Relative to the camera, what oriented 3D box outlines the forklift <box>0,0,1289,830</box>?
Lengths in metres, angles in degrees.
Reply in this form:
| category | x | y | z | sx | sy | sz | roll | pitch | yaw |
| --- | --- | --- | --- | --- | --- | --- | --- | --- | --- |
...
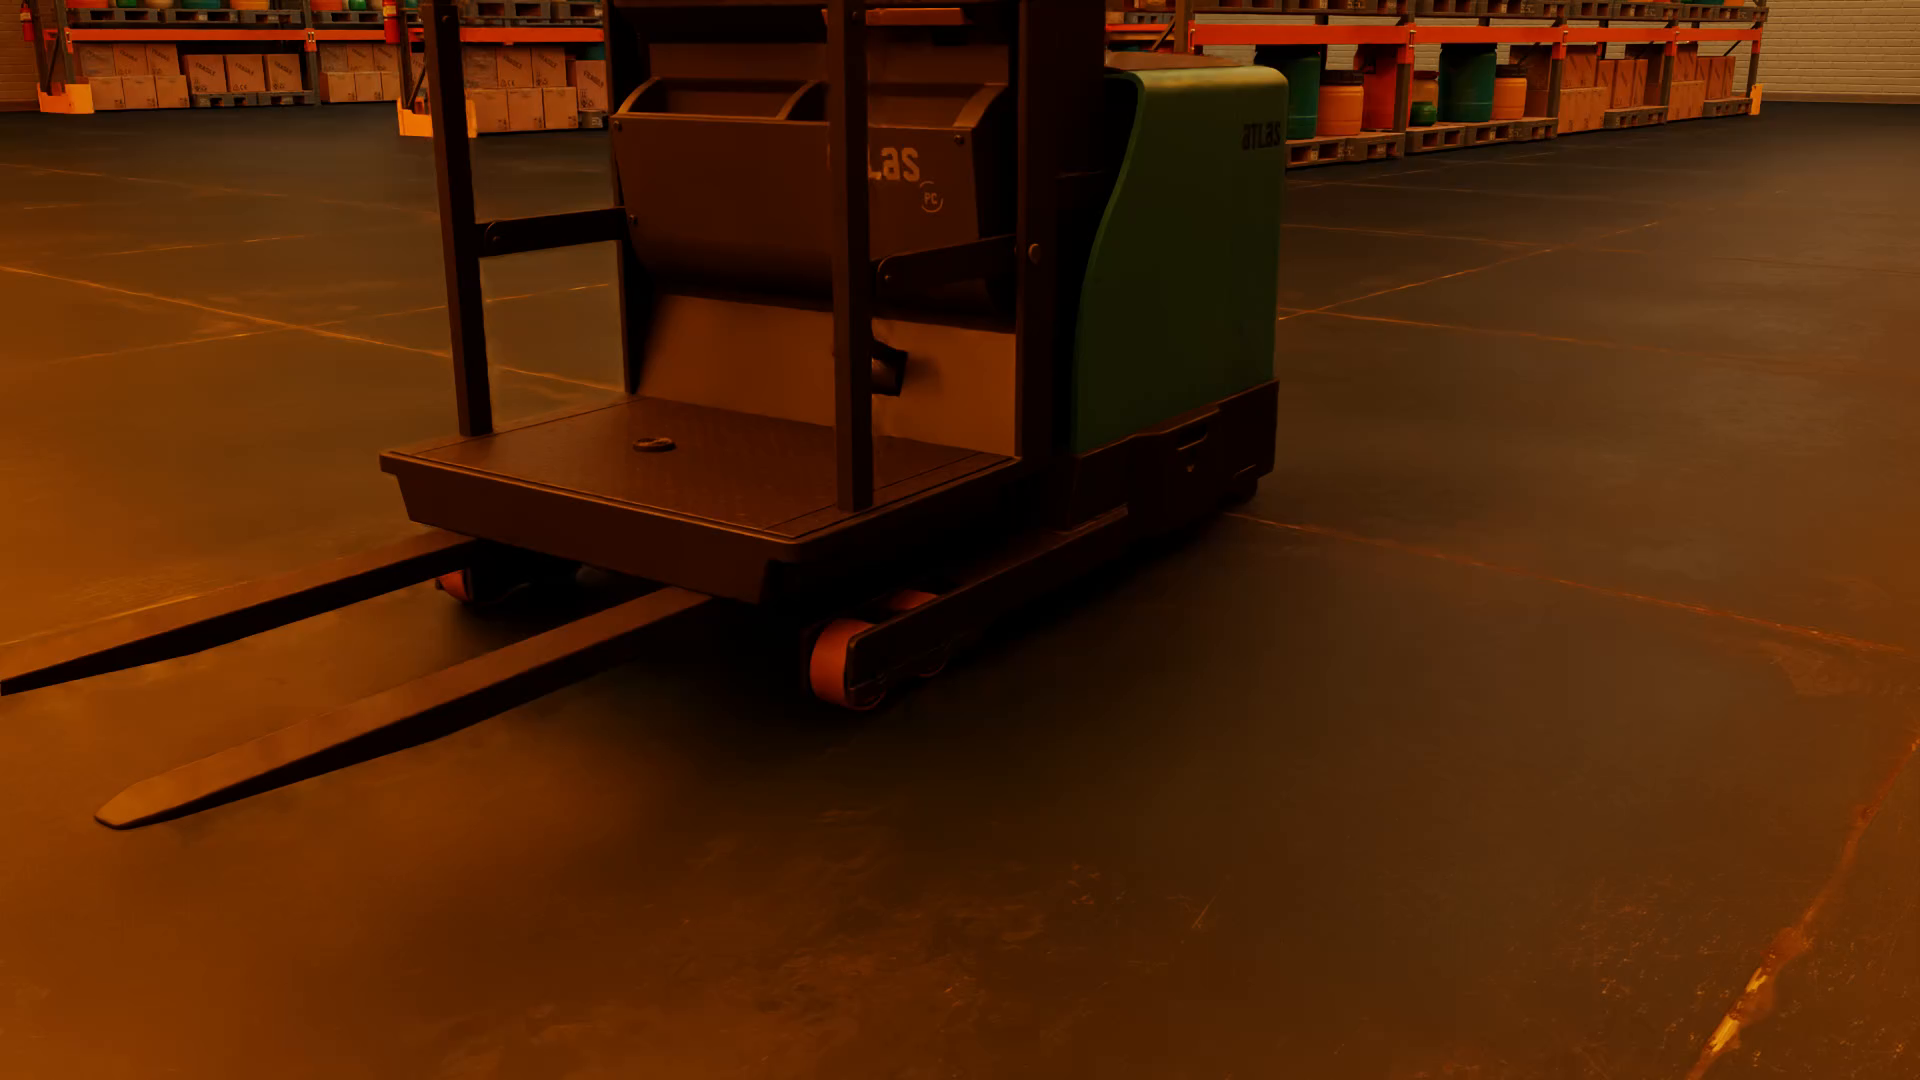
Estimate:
| category | x | y | z | sx | sy | sz | roll | pitch | yaw |
| --- | --- | --- | --- | --- | --- | --- | --- | --- | --- |
| forklift | -0.437 | -1.257 | 3.035 | 1.130 | 2.935 | 3.031 | 11 | 20 | 33 |
